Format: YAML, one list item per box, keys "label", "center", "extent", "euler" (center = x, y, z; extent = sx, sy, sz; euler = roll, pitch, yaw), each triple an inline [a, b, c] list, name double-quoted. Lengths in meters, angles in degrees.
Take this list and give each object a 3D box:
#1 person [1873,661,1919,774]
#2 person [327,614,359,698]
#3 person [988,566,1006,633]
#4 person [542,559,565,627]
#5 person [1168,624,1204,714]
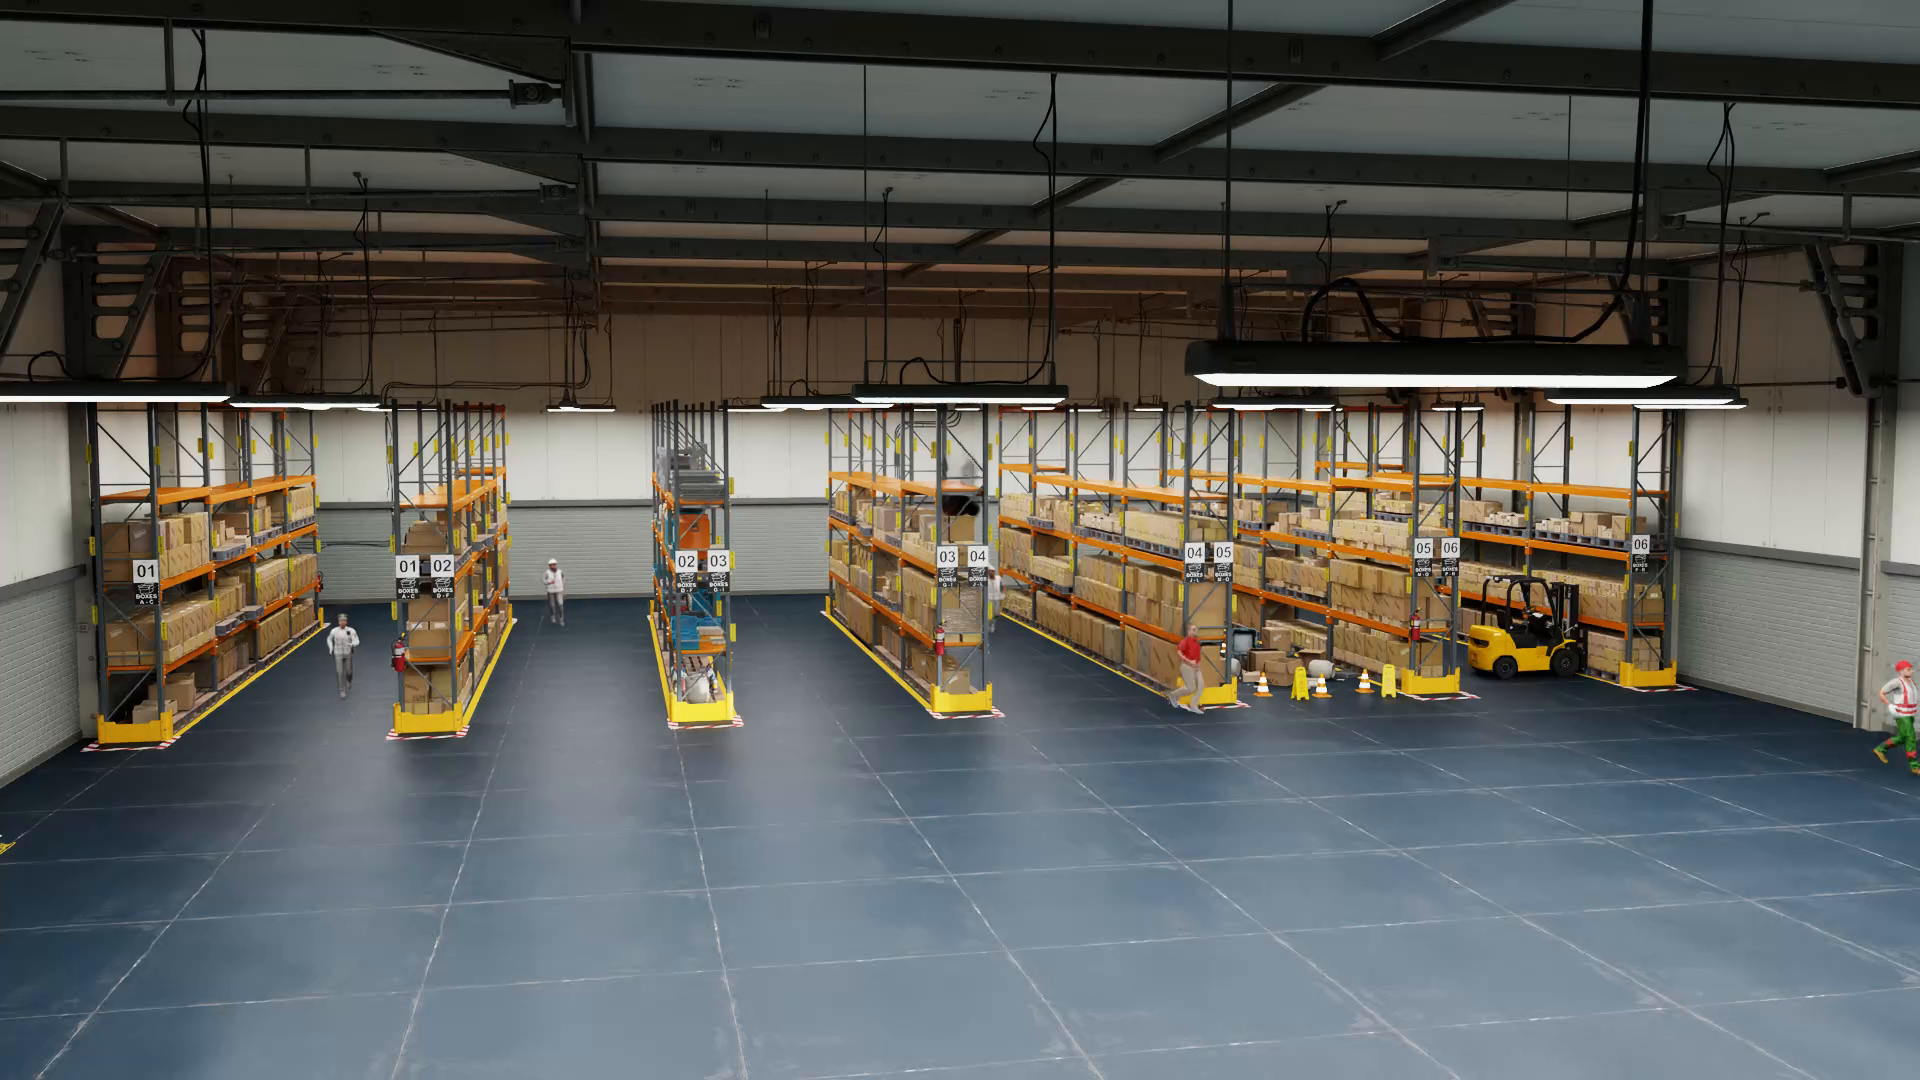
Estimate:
- label: "person"
  center: [15.073, 2.805, 26.562]
  extent: [0.661, 1.765, 1.002]
  euler: [-3, 5, -32]
- label: "person"
  center: [-12.554, 2.327, 33.852]
  extent: [0.624, 1.669, 0.875]
  euler: [-2, 5, -19]
- label: "person"
  center: [0.867, 1.560, 43.735]
  extent: [0.691, 1.757, 0.638]
  euler: [0, 4, -3]
- label: "person"
  center: [-11.025, 1.418, 45.175]
  extent: [0.647, 1.810, 0.873]
  euler: [-2, 5, -20]
- label: "person"
  center: [4.380, 2.480, 31.969]
  extent: [0.711, 1.729, 0.680]
  euler: [3, 5, 36]
